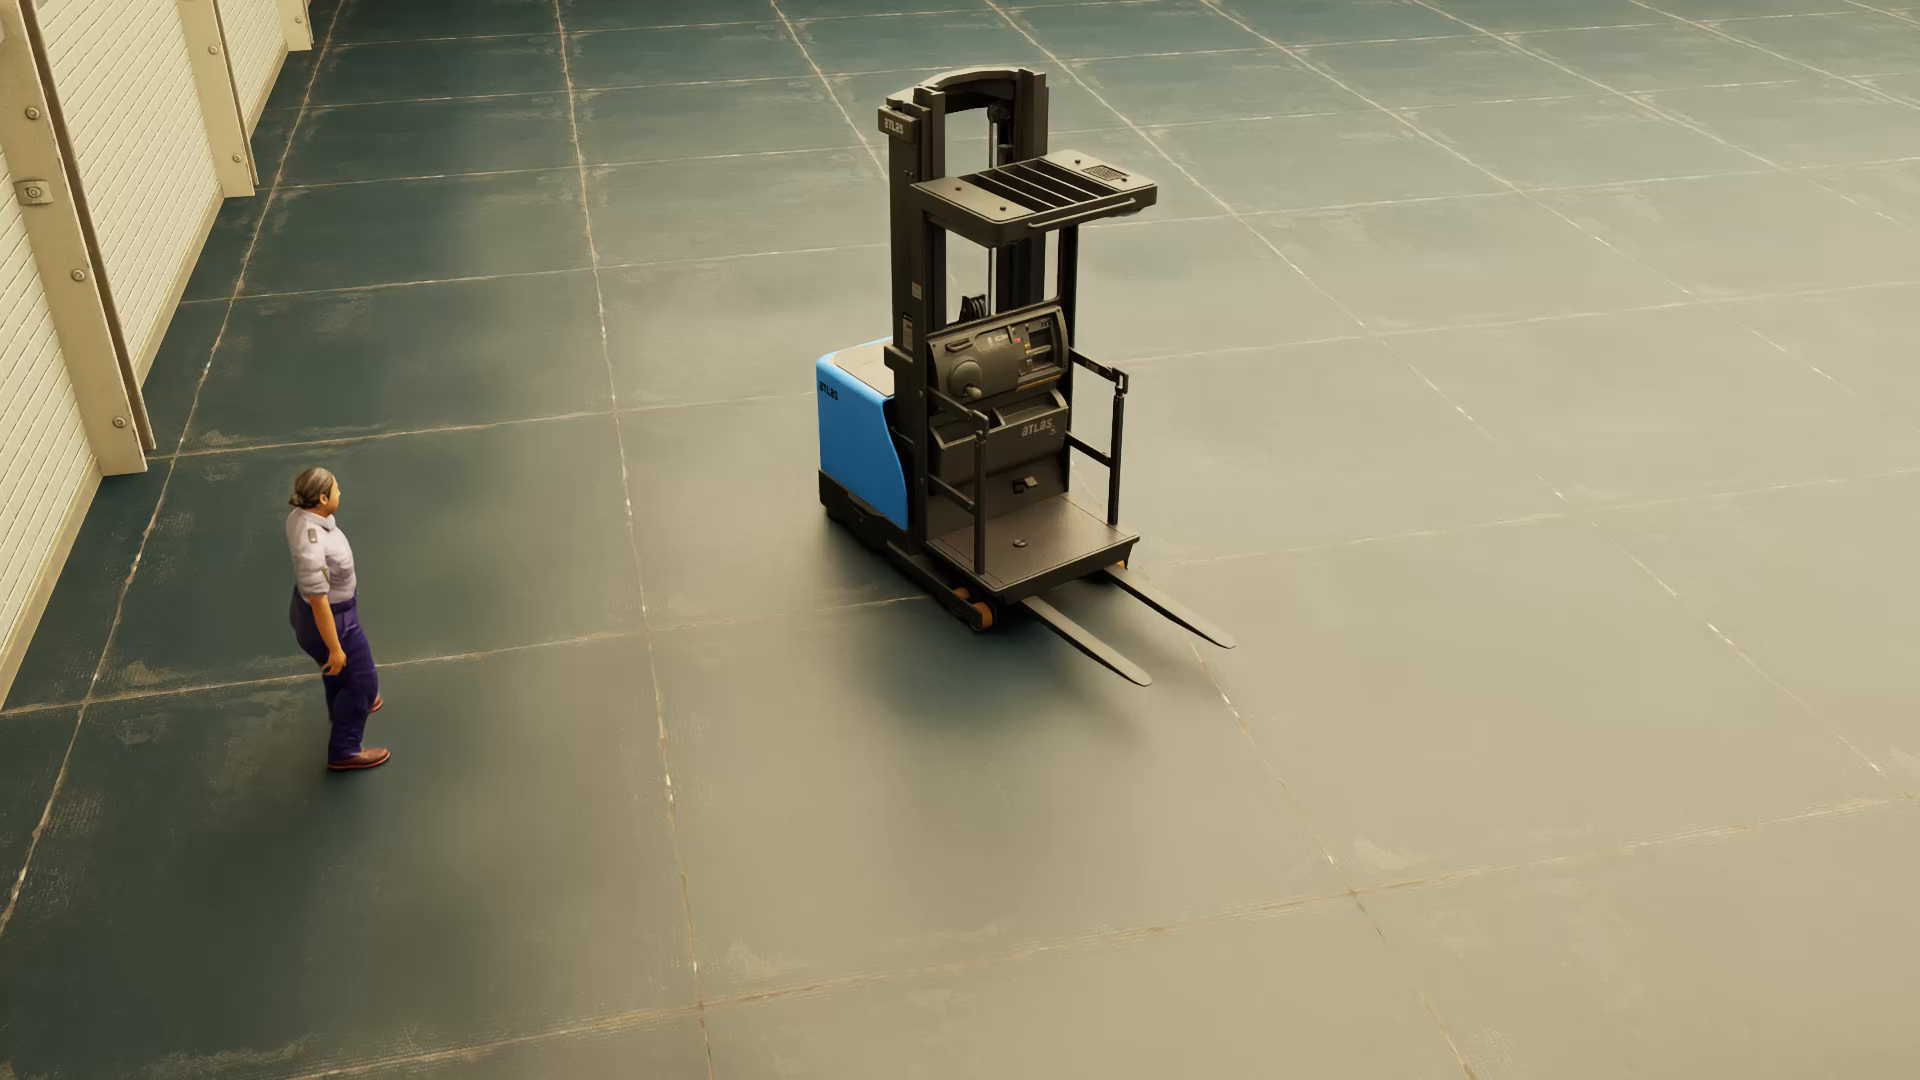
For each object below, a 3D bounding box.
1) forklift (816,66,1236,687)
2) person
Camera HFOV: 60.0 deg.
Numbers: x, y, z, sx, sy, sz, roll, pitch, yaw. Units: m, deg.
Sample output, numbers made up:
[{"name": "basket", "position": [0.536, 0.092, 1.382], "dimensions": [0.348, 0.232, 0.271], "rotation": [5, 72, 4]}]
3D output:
[{"name": "forklift", "position": [0.355, -1.021, 9.338], "dimensions": [1.130, 2.935, 3.031], "rotation": [-20, 35, -30]}, {"name": "person", "position": [-3.122, 0.368, 8.248], "dimensions": [0.379, 1.626, 0.757], "rotation": [-16, 34, -25]}]
